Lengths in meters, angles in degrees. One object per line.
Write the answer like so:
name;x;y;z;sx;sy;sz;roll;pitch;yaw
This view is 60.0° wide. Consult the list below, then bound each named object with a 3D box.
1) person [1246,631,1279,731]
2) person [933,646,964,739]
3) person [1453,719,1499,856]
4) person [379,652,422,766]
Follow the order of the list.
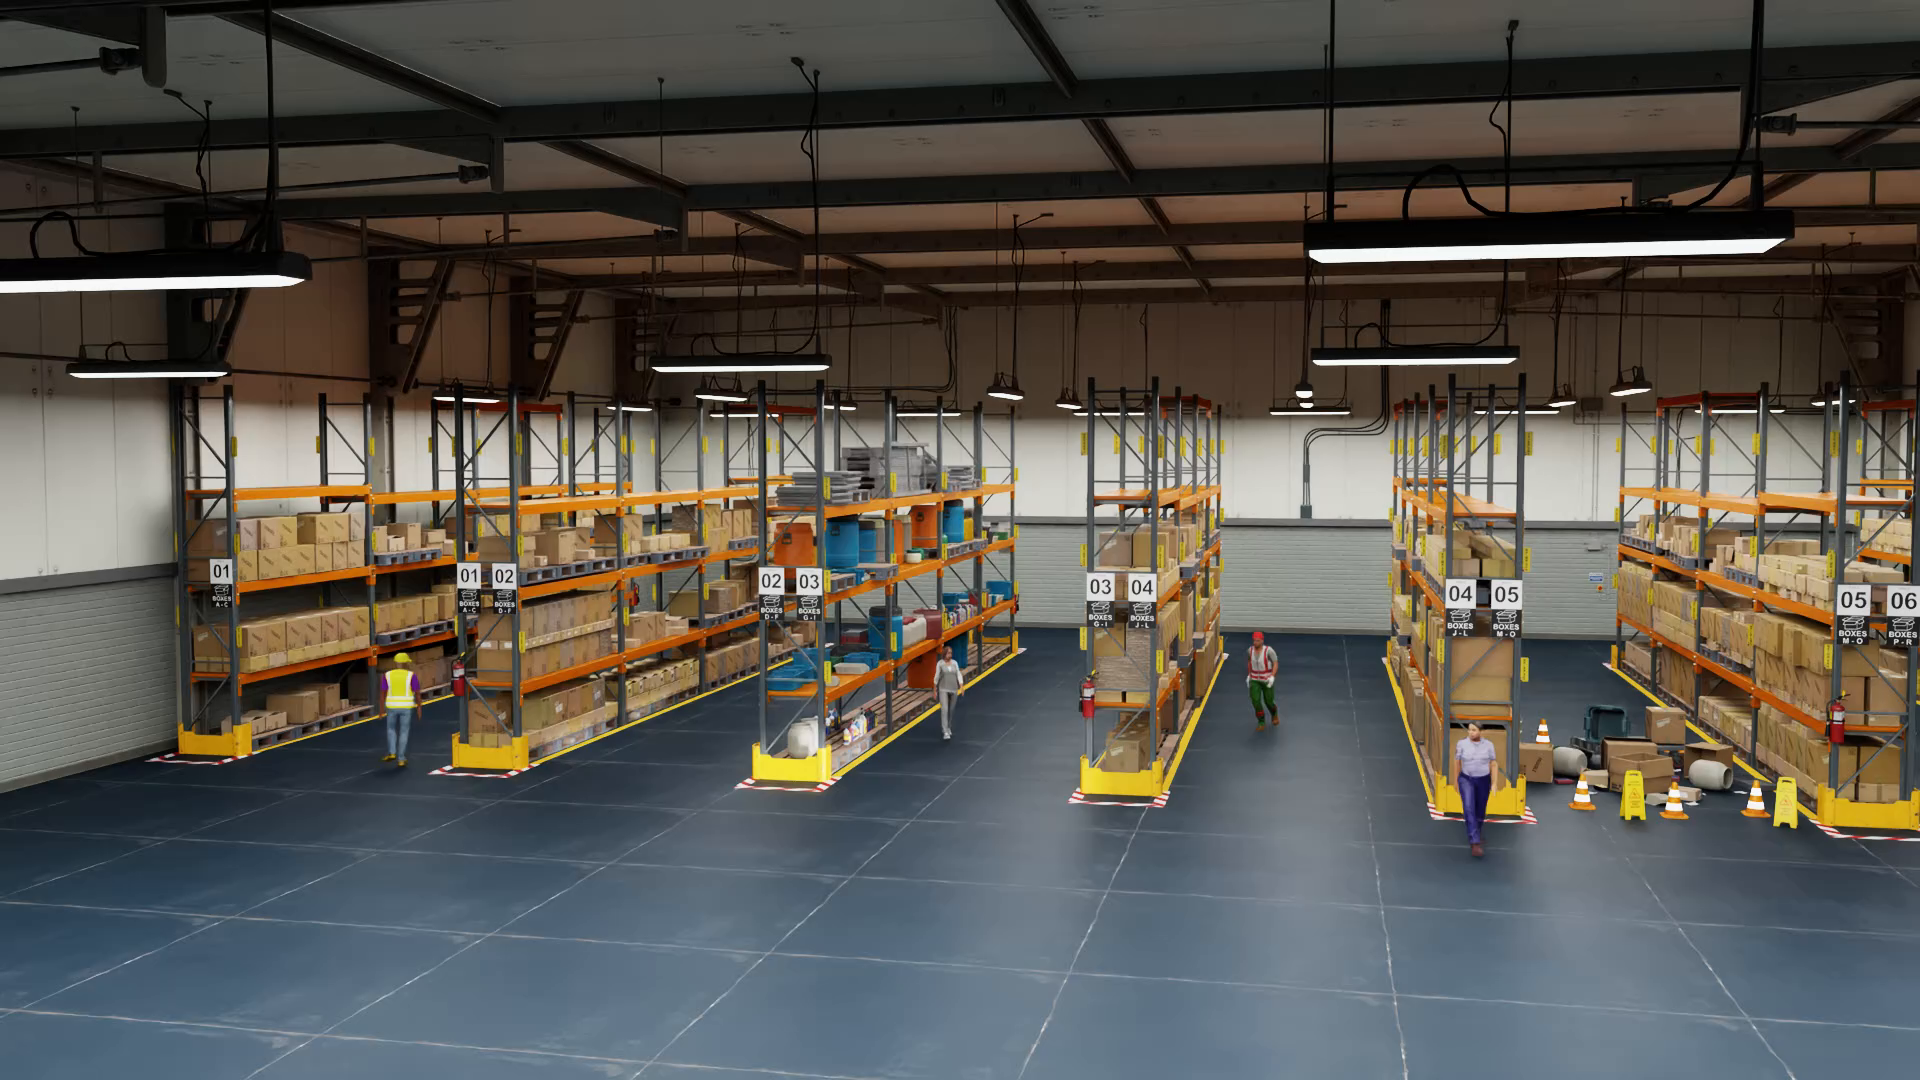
person;5.373;2.478;29.486;0.604;1.757;0.738;2;4;28
person;-0.173;2.612;28.493;0.459;1.568;0.821;-1;3;-22
person;6.394;3.025;20.570;0.508;1.607;0.932;0;3;5
person;-8.808;2.645;26.168;0.649;1.749;0.511;-1;3;-10
